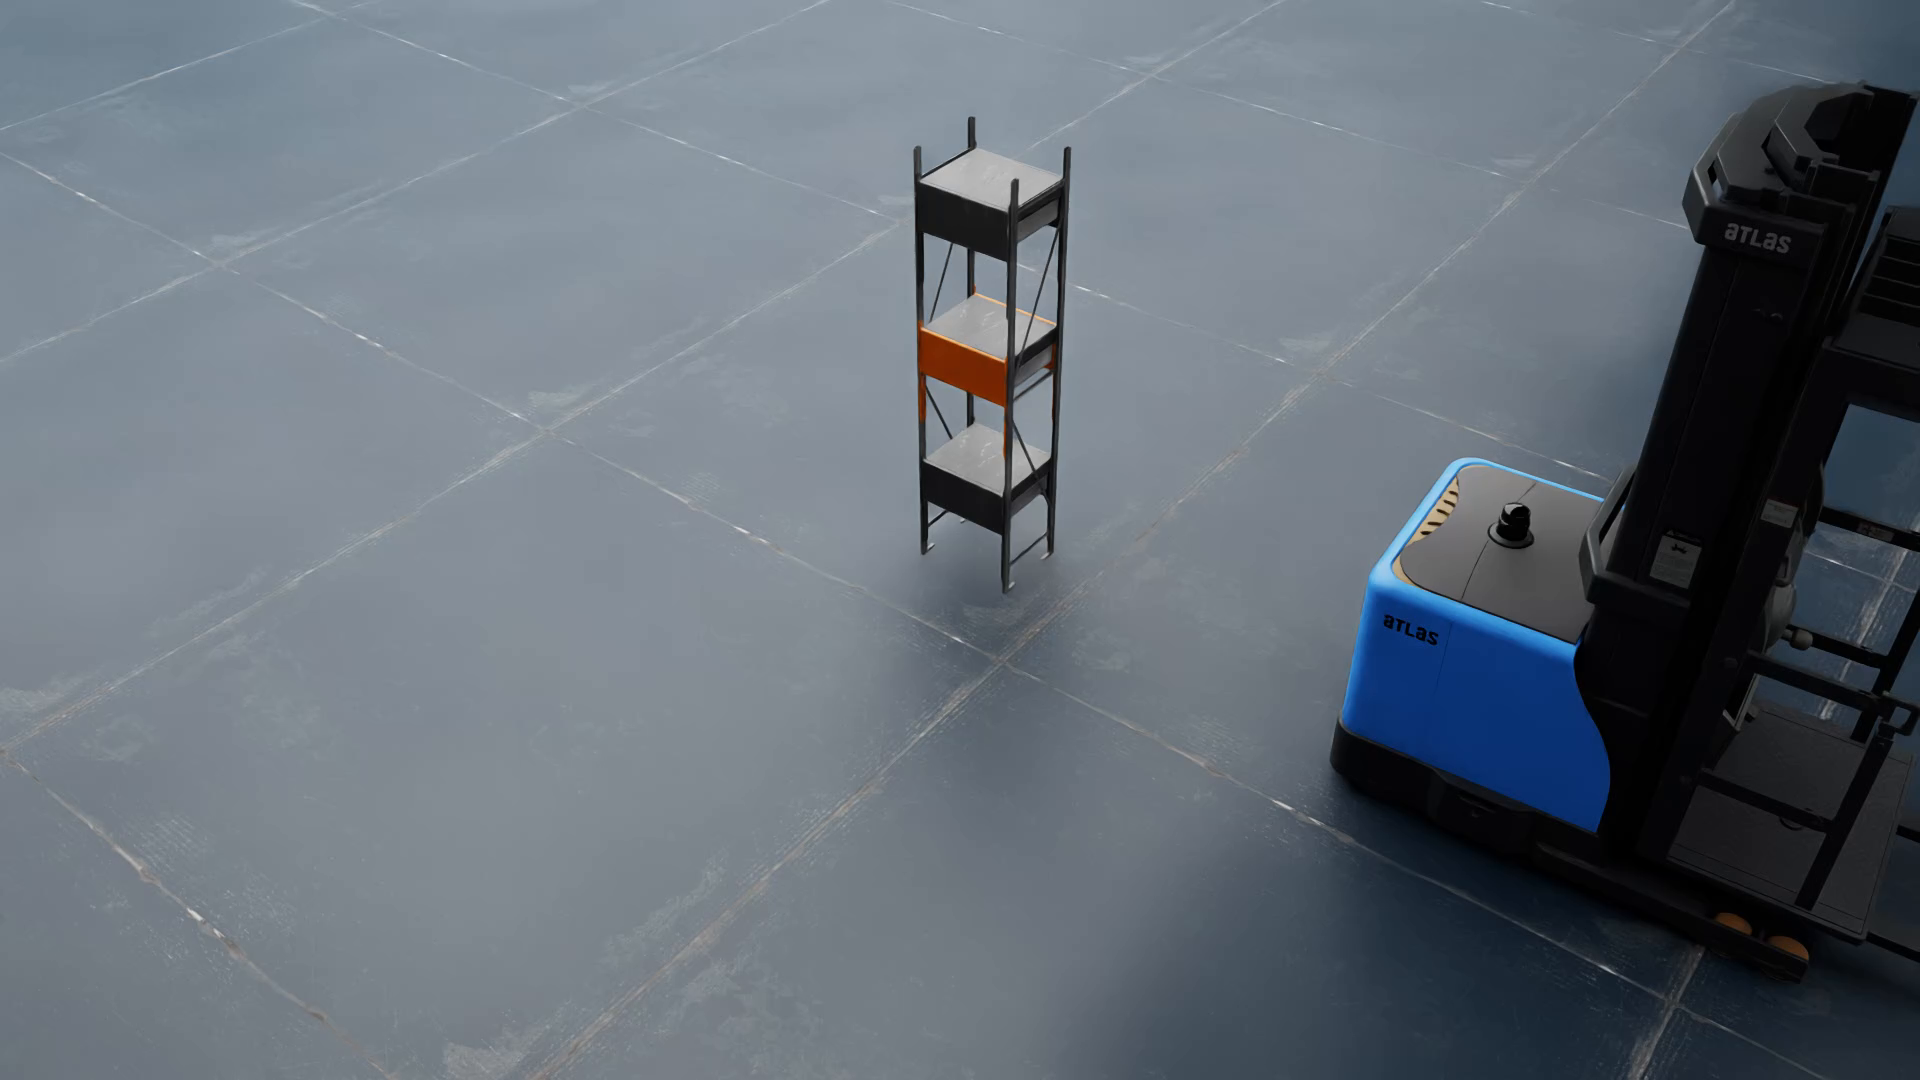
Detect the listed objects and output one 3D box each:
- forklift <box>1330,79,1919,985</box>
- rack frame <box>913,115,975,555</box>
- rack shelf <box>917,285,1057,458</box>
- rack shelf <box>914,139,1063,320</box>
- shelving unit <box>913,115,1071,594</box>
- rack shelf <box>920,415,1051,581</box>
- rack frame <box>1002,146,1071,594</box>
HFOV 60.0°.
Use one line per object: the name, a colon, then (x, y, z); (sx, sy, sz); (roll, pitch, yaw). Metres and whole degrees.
forklift: (3.033, 0.076, 5.636); (3.031, 2.935, 1.130); (22, 43, 26)
rack frame: (-0.062, -0.856, 7.501); (0.015, 2.100, 0.400); (25, 45, 29)
rack shelf: (0.131, -0.754, 7.393); (0.480, 0.518, 0.431); (25, 45, 29)
rack shelf: (0.131, -1.305, 6.961); (0.480, 0.518, 0.431); (25, 45, 29)
shelving unit: (0.131, -0.765, 7.384); (0.503, 2.100, 0.431); (25, 45, 29)
rack shelf: (0.131, -0.203, 7.824); (0.480, 0.518, 0.431); (25, 45, 29)
rack frame: (0.325, -0.673, 7.268); (0.015, 2.100, 0.400); (25, 45, 29)
